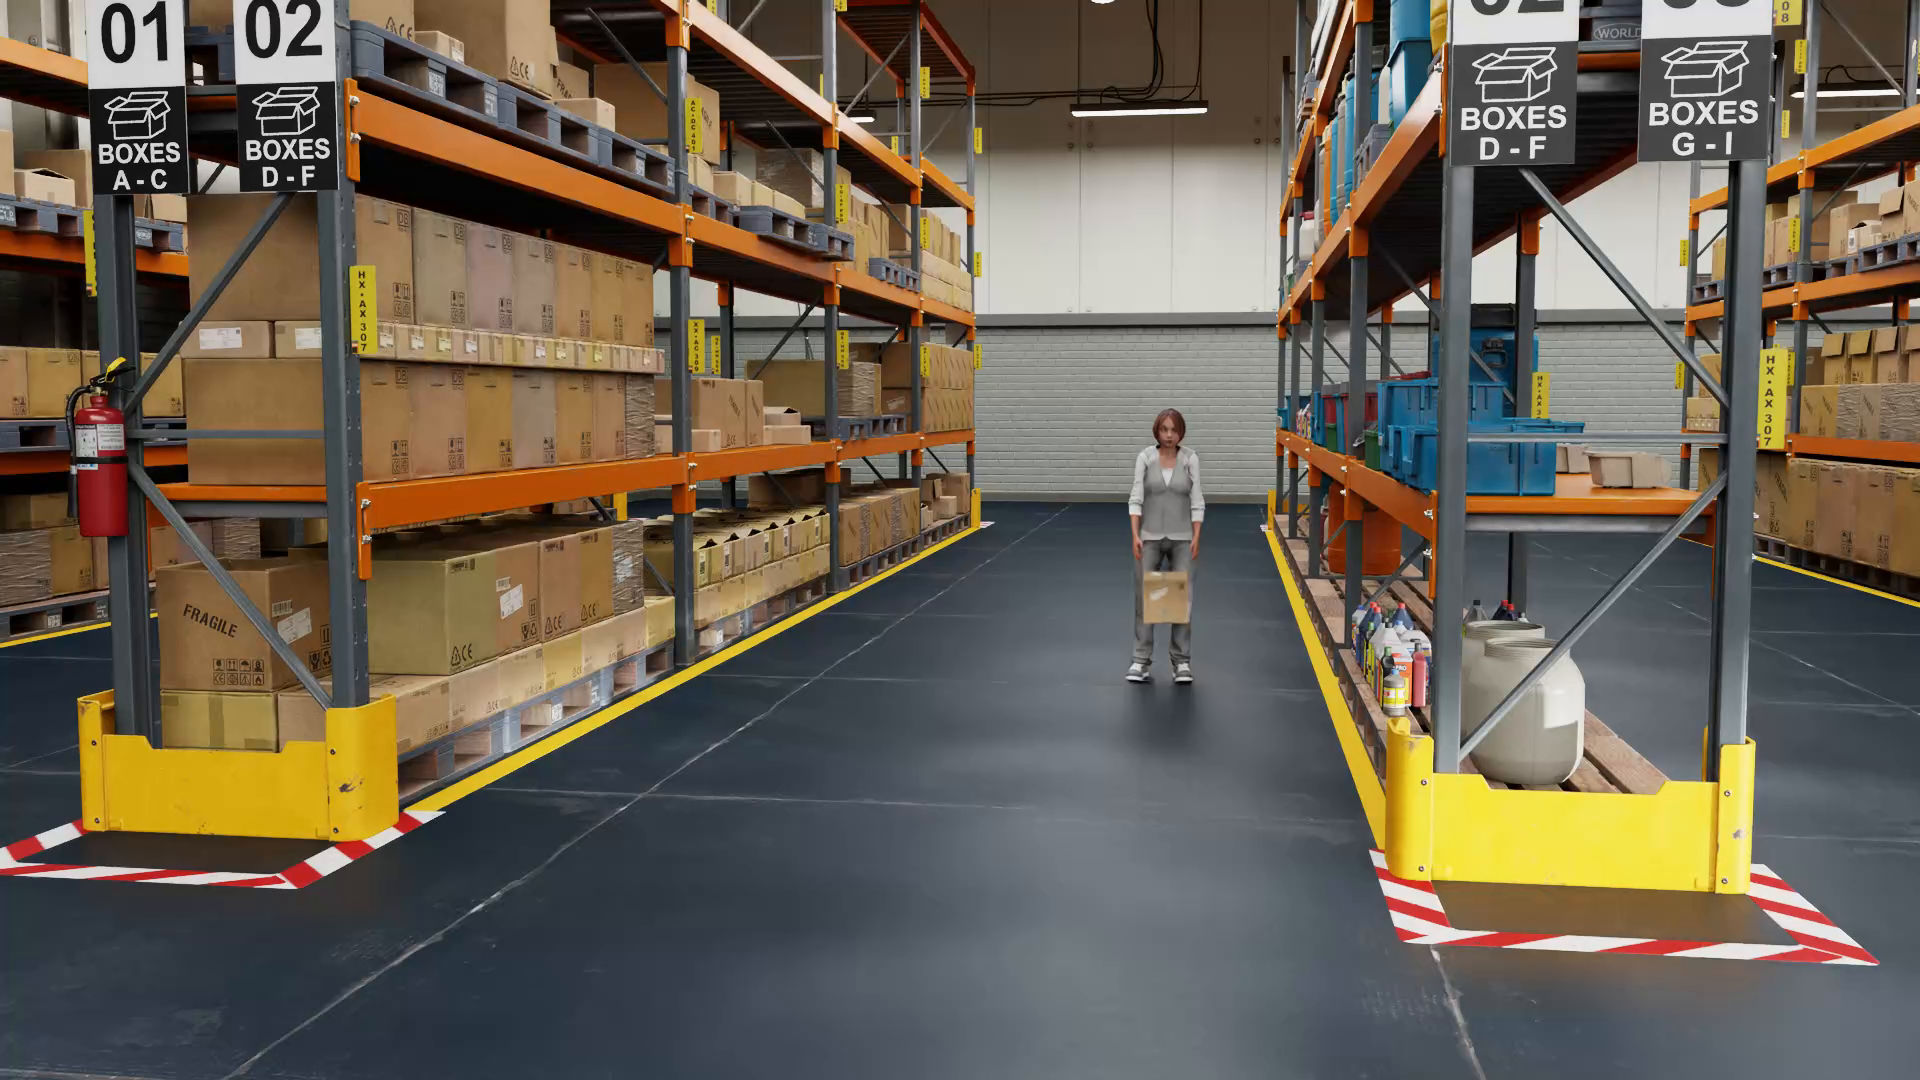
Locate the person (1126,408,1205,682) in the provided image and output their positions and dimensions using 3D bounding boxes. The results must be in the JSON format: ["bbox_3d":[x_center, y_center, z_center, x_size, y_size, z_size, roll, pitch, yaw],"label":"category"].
[{"bbox_3d":[1.211,0.027,9.768,0.450,1.599,0.336,1,5,7],"label":"person"}]
